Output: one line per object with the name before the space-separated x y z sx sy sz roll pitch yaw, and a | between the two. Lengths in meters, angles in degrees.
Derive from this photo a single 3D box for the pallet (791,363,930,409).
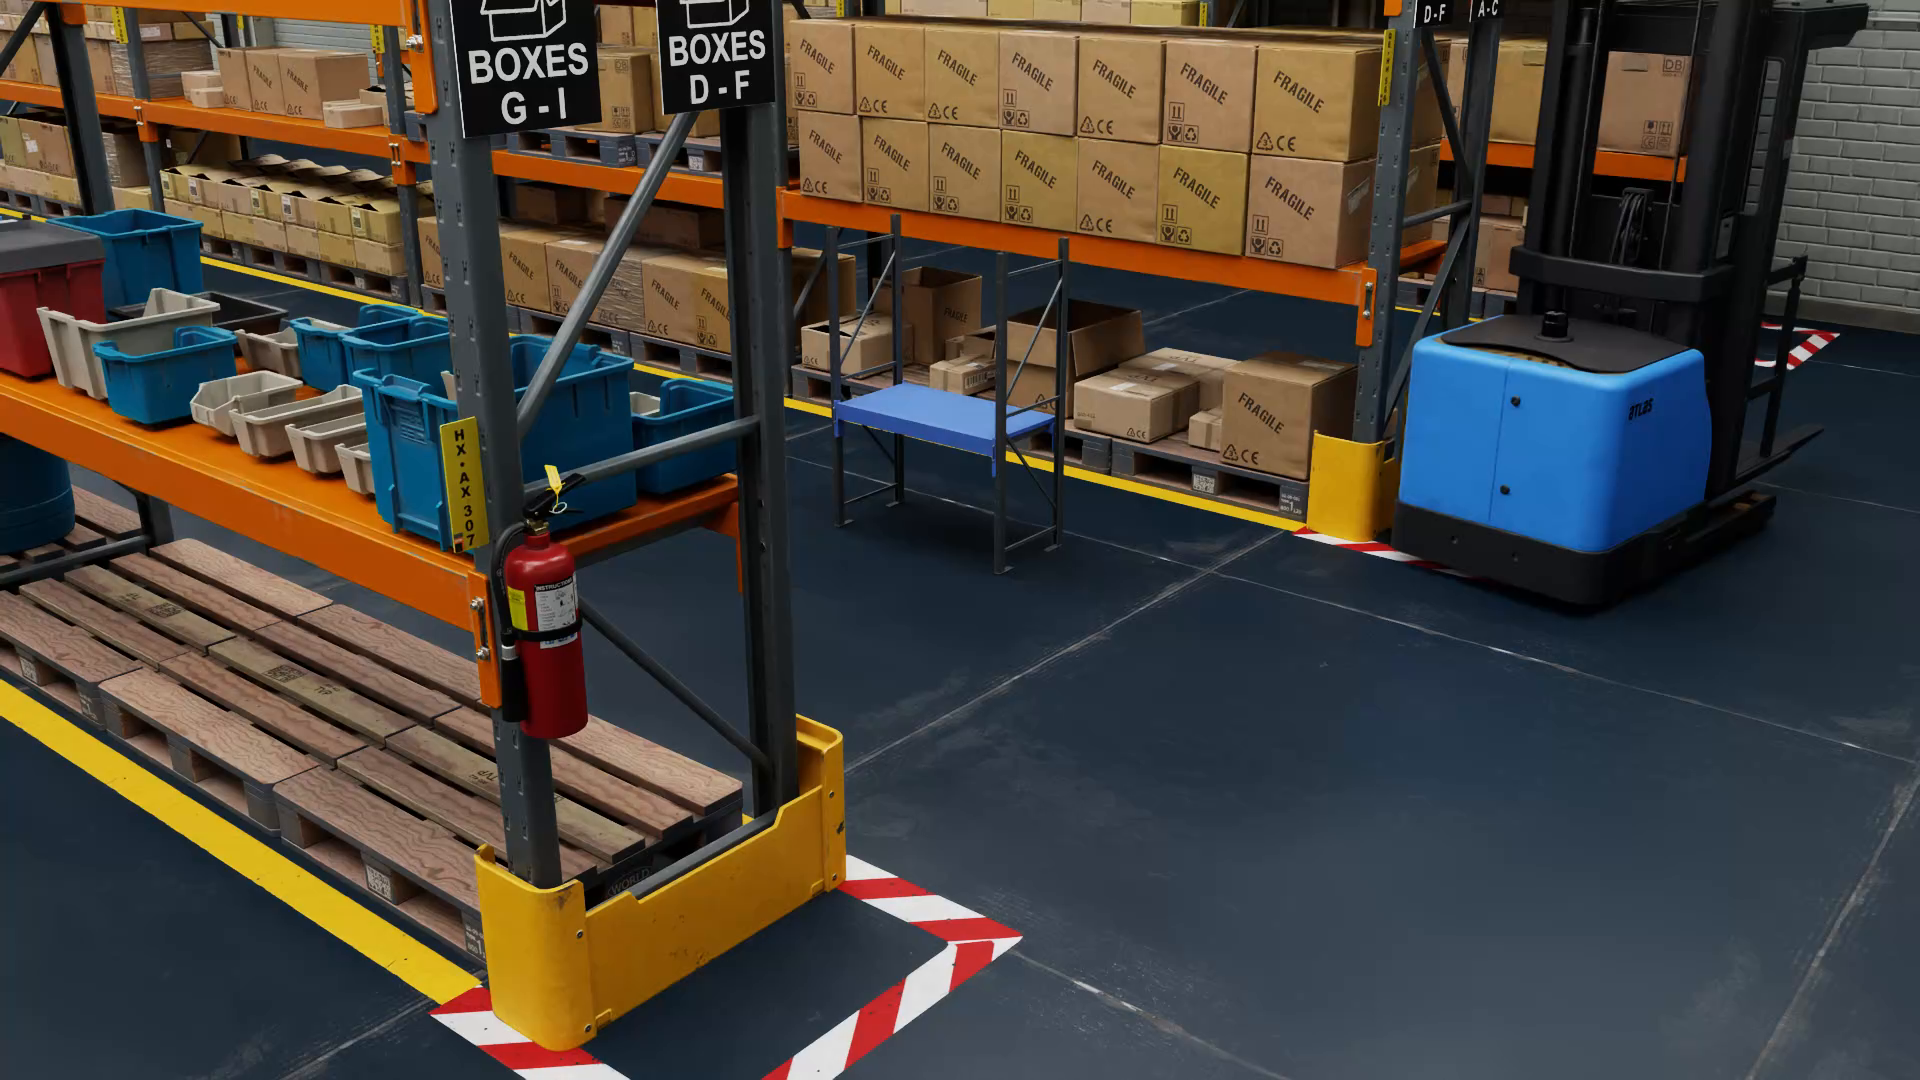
pallet | -0.298 -0.997 10.513 1.213 0.211 1.003 16 26 36

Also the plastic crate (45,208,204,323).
plastic crate | -3.387 -1.112 6.803 0.575 0.384 0.392 16 26 36

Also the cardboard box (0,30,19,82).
cardboard box | -9.363 -4.956 16.917 0.500 0.500 0.700 17 26 38

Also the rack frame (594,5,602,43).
rack frame | -3.898 -5.595 18.754 0.127 3.000 1.000 16 26 36

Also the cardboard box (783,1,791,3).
cardboard box | -2.149 -5.329 17.284 0.500 0.500 0.700 16 26 36

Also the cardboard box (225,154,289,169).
cardboard box | -6.532 -3.401 15.441 0.500 0.311 0.500 16 26 36

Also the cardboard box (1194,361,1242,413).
cardboard box | 1.640 -0.793 9.292 0.500 0.250 0.500 16 26 36

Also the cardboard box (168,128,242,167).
cardboard box | -7.189 -3.690 15.941 0.500 0.500 0.500 16 26 36

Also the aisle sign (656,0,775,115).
aisle sign | -0.622 -1.491 4.187 0.004 0.787 0.394 16 26 36

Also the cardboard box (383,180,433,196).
cardboard box | -4.561 -2.832 13.934 0.500 0.311 0.500 15 26 35

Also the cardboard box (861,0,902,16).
cardboard box | -0.588 -5.071 15.709 0.500 0.250 0.500 17 26 38

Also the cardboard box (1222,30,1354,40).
cardboard box | 1.682 -2.363 8.625 0.500 0.500 0.500 16 26 37

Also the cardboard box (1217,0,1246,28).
cardboard box | 2.108 -4.530 14.276 0.500 0.250 0.500 17 27 38

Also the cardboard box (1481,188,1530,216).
cardboard box | 4.232 -2.629 12.917 0.250 0.149 0.380 17 26 37

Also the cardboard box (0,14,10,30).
cardboard box | -9.366 -5.165 16.553 0.250 0.149 0.380 16 26 35

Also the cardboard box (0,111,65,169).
cardboard box | -9.463 -4.102 17.033 0.500 0.500 0.500 16 26 36

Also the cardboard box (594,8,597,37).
cardboard box | -4.460 -5.906 18.700 0.500 0.500 0.500 16 26 36

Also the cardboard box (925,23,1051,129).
cardboard box | 0.155 -2.558 9.142 0.500 0.500 0.500 15 25 35

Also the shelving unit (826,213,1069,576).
shelving unit | -0.066 -0.721 7.954 1.048 1.500 0.538 16 26 36

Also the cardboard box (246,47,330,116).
cardboard box | -5.647 -3.882 14.069 0.500 0.500 0.500 16 26 36

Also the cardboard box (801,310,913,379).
cardboard box | -0.641 -1.250 10.420 0.500 0.311 0.500 16 26 36

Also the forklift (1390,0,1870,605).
forklift | 3.456 -1.508 8.014 3.031 2.935 1.130 -19 28 -40

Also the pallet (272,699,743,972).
pallet | -1.480 0.900 5.481 1.213 0.211 1.003 16 26 36

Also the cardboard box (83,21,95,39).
cardboard box | -7.973 -4.764 15.490 0.250 0.149 0.380 16 26 36

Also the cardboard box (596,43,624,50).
cardboard box | -2.782 -3.225 11.732 0.700 0.500 0.500 -16 26 -37

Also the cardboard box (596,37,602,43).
cardboard box | -4.127 -5.698 19.211 0.500 0.250 0.500 16 26 37

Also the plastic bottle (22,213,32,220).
plastic bottle | -4.064 -1.255 7.315 0.185 0.351 0.144 16 26 36

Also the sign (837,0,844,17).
sign | -1.135 -5.057 15.798 0.005 0.325 0.100 16 26 36

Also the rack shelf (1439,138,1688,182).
rack shelf | 3.849 -3.027 12.965 4.000 0.370 1.077 16 26 36

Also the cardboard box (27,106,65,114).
cardboard box | -9.523 -4.355 17.705 0.500 0.500 0.500 16 26 36

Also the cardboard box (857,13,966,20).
cardboard box | -0.274 -2.928 10.122 0.500 0.500 0.500 16 26 37

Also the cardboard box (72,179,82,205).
cardboard box | -8.303 -3.416 16.276 0.500 0.250 0.500 16 26 36

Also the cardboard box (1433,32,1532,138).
cardboard box | 3.842 -3.501 12.776 0.700 0.700 0.980 15 25 34

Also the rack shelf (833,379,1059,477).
rack shelf | -0.066 -0.552 8.017 1.000 0.185 0.538 16 26 36

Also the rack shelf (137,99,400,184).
rack shelf | -5.478 -3.457 14.105 4.000 0.370 1.077 16 26 36

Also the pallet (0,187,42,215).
pallet | -9.507 -3.669 17.597 1.213 0.211 1.003 16 26 36

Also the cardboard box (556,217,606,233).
cardboard box | -2.655 -2.124 12.468 0.500 0.500 0.500 15 25 34

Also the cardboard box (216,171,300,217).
cardboard box | -6.079 -3.024 14.443 0.500 0.311 0.500 15 25 35

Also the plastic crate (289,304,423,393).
plastic crate | -2.101 -0.665 5.833 0.300 0.233 0.416 16 26 36

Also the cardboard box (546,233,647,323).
cardboard box | -2.555 -1.861 11.770 0.500 0.500 0.500 15 25 35

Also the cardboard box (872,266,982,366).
cardboard box | -0.209 -1.442 10.660 0.500 0.500 0.500 16 26 36

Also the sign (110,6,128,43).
sign | -7.377 -4.530 14.591 0.005 0.325 0.100 16 26 36

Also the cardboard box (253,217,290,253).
cardboard box | -5.680 -2.649 14.244 0.500 0.250 0.500 17 26 37

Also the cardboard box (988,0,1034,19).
cardboard box | 0.596 -4.735 14.818 0.500 0.250 0.500 15 26 35

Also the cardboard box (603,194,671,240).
cardboard box | -2.214 -2.352 12.010 0.500 0.250 0.500 15 26 35

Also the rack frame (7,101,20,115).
rack frame | -10.126 -5.133 17.528 0.127 3.000 1.000 16 26 36

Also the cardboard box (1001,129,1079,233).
cardboard box | 0.573 -1.975 9.013 0.500 0.500 0.500 16 26 36

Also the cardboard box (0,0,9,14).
cardboard box | -9.321 -5.551 16.657 0.500 0.500 0.700 15 25 35

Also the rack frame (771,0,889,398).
rack frame | -0.830 -2.455 10.428 0.127 3.000 1.000 16 26 36

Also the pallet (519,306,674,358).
pallet | -2.433 -1.594 12.095 1.213 0.211 1.003 16 26 36

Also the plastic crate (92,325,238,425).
plastic crate | -2.619 -0.548 5.521 0.300 0.233 0.416 16 26 36
